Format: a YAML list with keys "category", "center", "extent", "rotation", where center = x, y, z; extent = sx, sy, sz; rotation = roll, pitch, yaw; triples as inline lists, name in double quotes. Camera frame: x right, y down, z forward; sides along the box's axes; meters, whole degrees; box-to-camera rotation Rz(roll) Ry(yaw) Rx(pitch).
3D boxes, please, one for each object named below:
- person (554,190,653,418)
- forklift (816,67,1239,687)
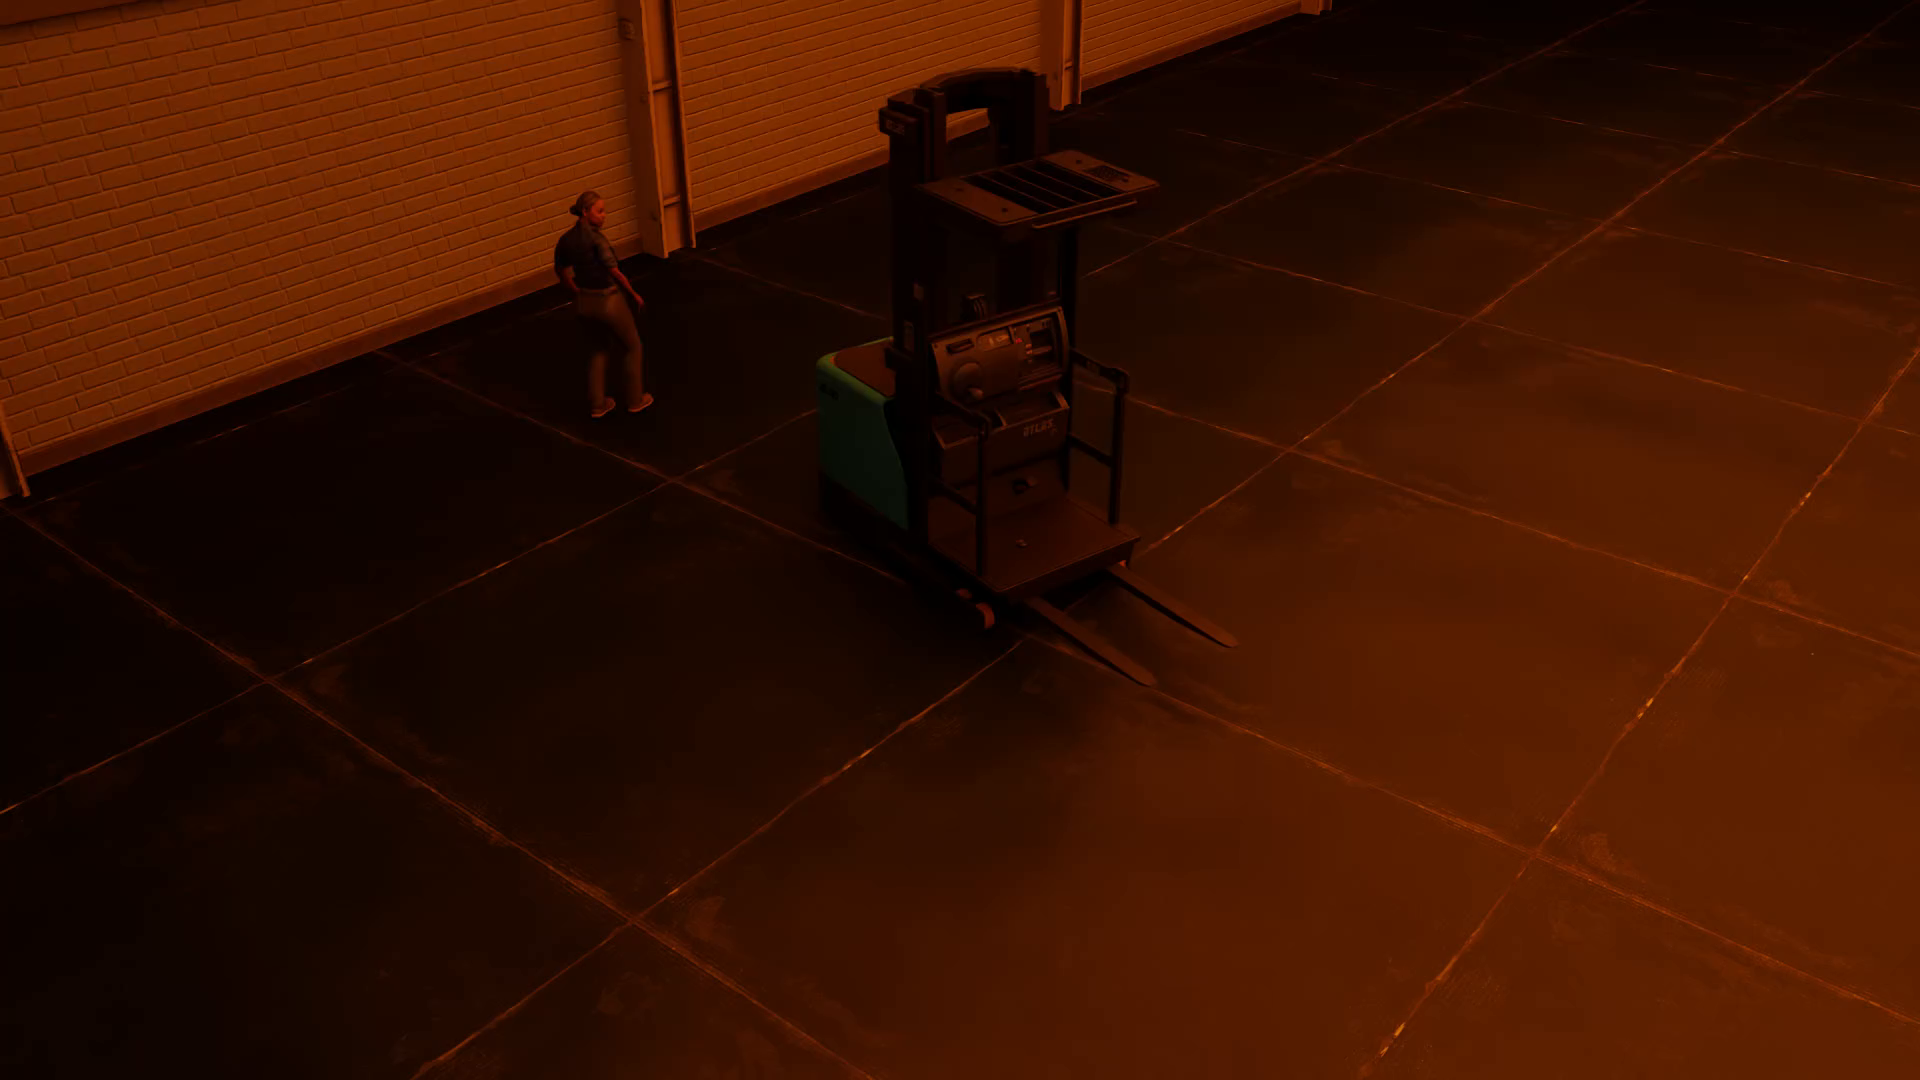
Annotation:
- category: "person"
  center: [-2.518, -1.668, 11.746]
  extent: [0.648, 1.634, 0.466]
  rotation: [13, 33, 22]
- category: "forklift"
  center: [0.363, -1.018, 9.337]
  extent: [1.130, 2.935, 3.031]
  rotation: [-20, 36, -31]
